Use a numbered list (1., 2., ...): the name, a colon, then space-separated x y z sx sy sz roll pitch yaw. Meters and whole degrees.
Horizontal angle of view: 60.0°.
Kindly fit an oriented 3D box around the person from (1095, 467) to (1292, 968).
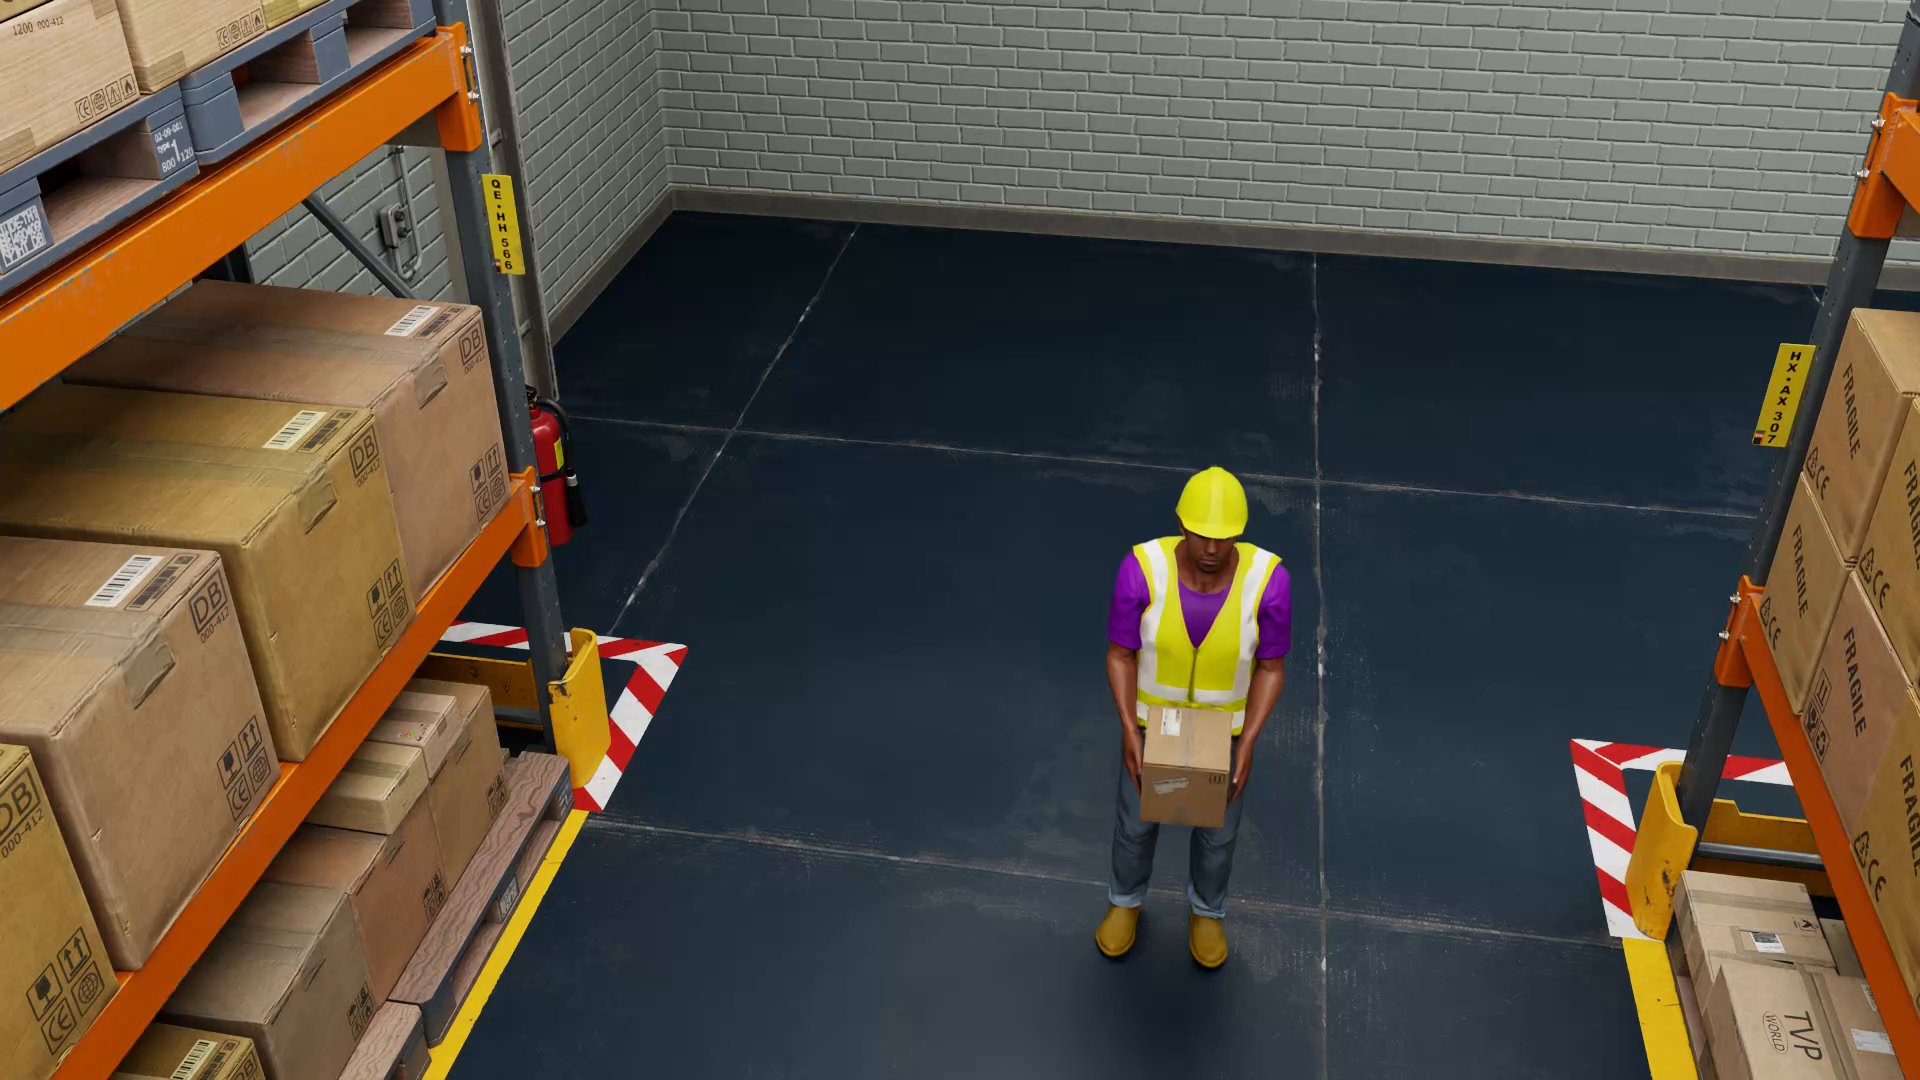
1. person: 0.711 0.599 5.162 0.558 1.769 0.520 5 33 8
